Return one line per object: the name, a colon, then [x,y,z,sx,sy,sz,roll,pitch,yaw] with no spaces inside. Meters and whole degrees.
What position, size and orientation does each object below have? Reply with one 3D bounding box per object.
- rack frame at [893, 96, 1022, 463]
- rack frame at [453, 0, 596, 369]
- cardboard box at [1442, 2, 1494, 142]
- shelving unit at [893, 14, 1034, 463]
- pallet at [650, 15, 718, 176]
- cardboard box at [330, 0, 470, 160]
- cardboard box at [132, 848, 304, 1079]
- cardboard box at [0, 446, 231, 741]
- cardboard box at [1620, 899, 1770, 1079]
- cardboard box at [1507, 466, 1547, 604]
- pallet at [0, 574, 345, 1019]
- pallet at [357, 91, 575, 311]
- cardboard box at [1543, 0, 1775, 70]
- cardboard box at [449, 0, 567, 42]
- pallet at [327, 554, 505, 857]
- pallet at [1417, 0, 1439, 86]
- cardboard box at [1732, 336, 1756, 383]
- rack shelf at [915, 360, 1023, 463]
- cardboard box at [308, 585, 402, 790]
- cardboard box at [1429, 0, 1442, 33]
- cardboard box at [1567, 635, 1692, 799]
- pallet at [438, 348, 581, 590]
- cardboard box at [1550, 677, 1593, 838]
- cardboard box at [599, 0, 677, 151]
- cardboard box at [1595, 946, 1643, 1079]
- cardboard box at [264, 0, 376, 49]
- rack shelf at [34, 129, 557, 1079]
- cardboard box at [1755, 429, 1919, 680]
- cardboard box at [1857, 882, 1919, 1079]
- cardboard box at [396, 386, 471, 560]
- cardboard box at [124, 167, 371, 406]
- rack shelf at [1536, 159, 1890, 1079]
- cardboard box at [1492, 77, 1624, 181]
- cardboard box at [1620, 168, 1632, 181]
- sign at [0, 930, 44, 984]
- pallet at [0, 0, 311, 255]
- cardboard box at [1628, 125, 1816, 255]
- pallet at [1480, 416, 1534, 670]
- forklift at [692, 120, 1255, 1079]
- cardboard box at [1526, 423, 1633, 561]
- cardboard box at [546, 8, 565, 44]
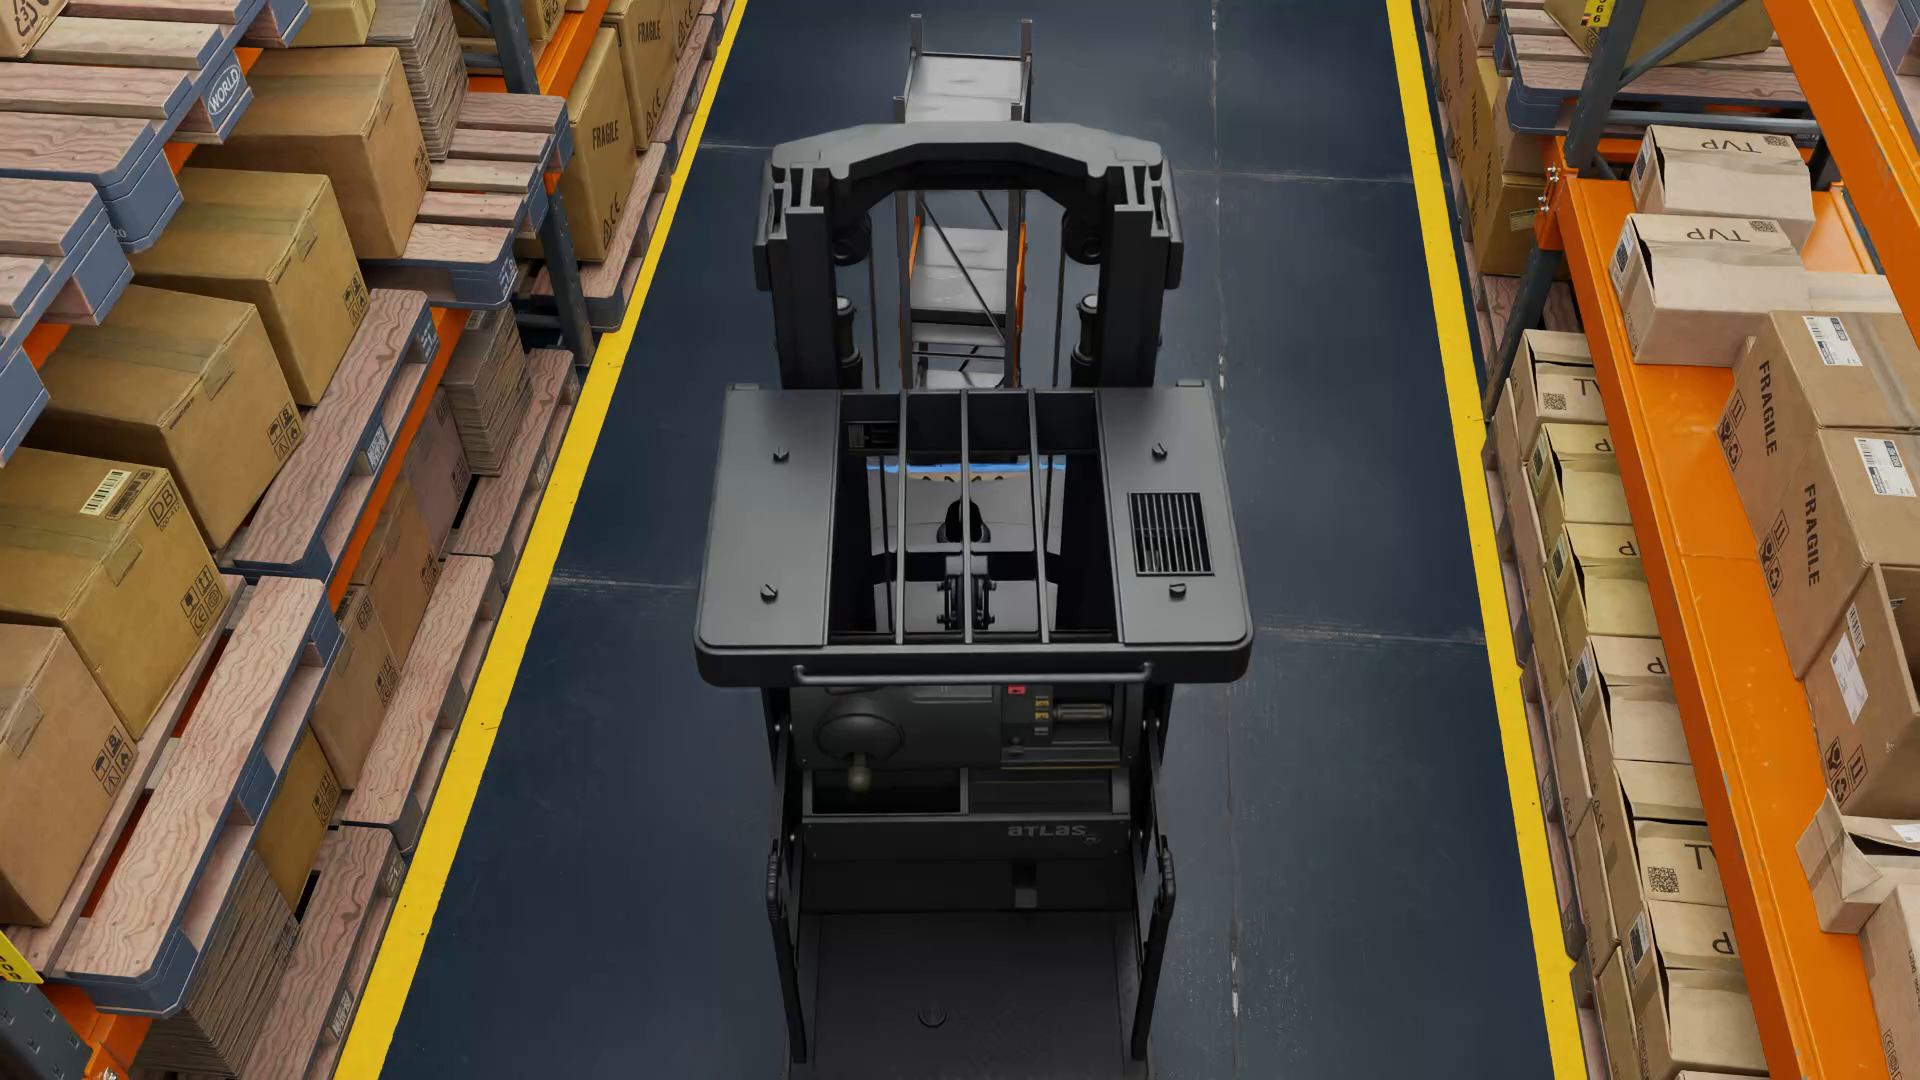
rack frame: [-0.007,-0.651,5.922,0.400,2.100,0.015,4,48,4]
rack frame: [-2.154,-1.859,6.418,1.000,3.000,0.127,4,48,4]
cardboard box: [2.720,-2.303,8.219,0.500,0.500,0.500,2,48,2]
shelving unit: [0.015,-0.830,6.086,0.431,2.100,0.503,4,48,4]
pallet: [-1.893,-2.386,8.790,1.003,0.211,1.213,4,48,4]
cardboard box: [-2.187,-1.695,5.902,0.700,0.500,0.500,-1,48,-1]
cardboard box: [-2.468,1.233,4.985,0.700,0.500,0.500,5,48,5]
cardboard box: [-2.380,0.116,4.245,0.700,0.500,0.500,8,48,8]
cardboard box: [2.207,1.308,4.720,0.500,0.311,0.500,5,48,5]
cardboard box: [2.394,-0.008,6.303,0.500,0.250,0.500,3,48,2]
pallet: [-2.304,0.593,4.305,1.003,0.211,1.213,4,48,4]
pallet: [-2.113,-1.264,6.003,1.213,0.211,1.003,4,48,4]
cardboard box: [2.725,-2.175,6.354,0.700,0.500,0.500,-11,48,-10]
cardboard box: [-1.855,-2.340,6.574,0.500,0.500,0.500,5,48,5]
pallet: [-2.340,0.550,6.104,1.003,0.211,1.213,4,48,4]
pallet: [3.107,-2.927,9.284,1.003,0.211,1.213,4,48,4]
cardboard box: [2.719,-0.503,5.348,0.380,0.149,0.250,7,48,6]
rack shelf: [0.015,-0.349,6.613,0.431,0.518,0.480,4,48,4]
cardboard box: [-2.384,0.478,5.676,0.700,0.500,0.500,4,48,4]
cardboard box: [2.820,-3.041,8.895,0.500,0.500,0.500,4,48,4]
cardboard box: [2.305,0.572,5.392,0.500,0.311,0.500,3,48,3]
pallet: [-2.227,-0.344,6.921,1.003,0.211,1.213,4,48,4]
cardboard box: [2.306,0.751,5.609,0.500,0.250,0.500,5,48,4]
cardboard box: [-1.870,-2.450,8.130,0.750,0.750,0.750,4,48,3]
cardboard box: [2.212,1.501,4.923,0.500,0.250,0.500,3,48,3]
cardboard box: [-2.170,-1.767,5.528,0.380,0.149,0.250,-3,48,-3]
rack shelf: [-2.336,-0.147,5.339,1.077,0.370,4.000,4,48,4]
cardboard box: [2.595,0.058,4.596,0.500,0.500,0.500,4,48,4]
cardboard box: [2.416,1.096,3.816,0.500,0.250,0.500,7,48,6]
cardboard box: [-2.330,-0.261,6.352,0.700,0.500,0.500,4,48,3]
cardboard box: [-2.278,-0.778,5.063,0.700,0.500,0.500,4,48,4]
rack shelf: [2.597,0.184,5.037,1.077,0.370,4.000,4,48,4]
cardboard box: [2.632,-1.831,7.280,0.500,0.250,0.500,6,48,5]
cardboard box: [3.148,-1.534,7.516,0.500,0.500,0.500,2,48,2]
sign: [-1.978,0.819,3.382,0.100,0.325,0.005,4,48,4]
pallet: [-2.265,-1.078,3.797,1.213,0.211,1.003,4,48,4]
cardboard box: [2.703,-1.234,5.907,0.500,0.311,0.500,7,48,6]
pallet: [2.666,0.015,6.594,1.003,0.211,1.213,4,48,4]
forklift: [0.023,0.565,4.247,1.130,2.935,3.031,0,48,0]
cardboard box: [2.400,-0.180,6.081,0.500,0.311,0.500,3,48,3]
cardboard box: [-1.862,-2.192,6.879,0.380,0.149,0.250,4,48,4]
